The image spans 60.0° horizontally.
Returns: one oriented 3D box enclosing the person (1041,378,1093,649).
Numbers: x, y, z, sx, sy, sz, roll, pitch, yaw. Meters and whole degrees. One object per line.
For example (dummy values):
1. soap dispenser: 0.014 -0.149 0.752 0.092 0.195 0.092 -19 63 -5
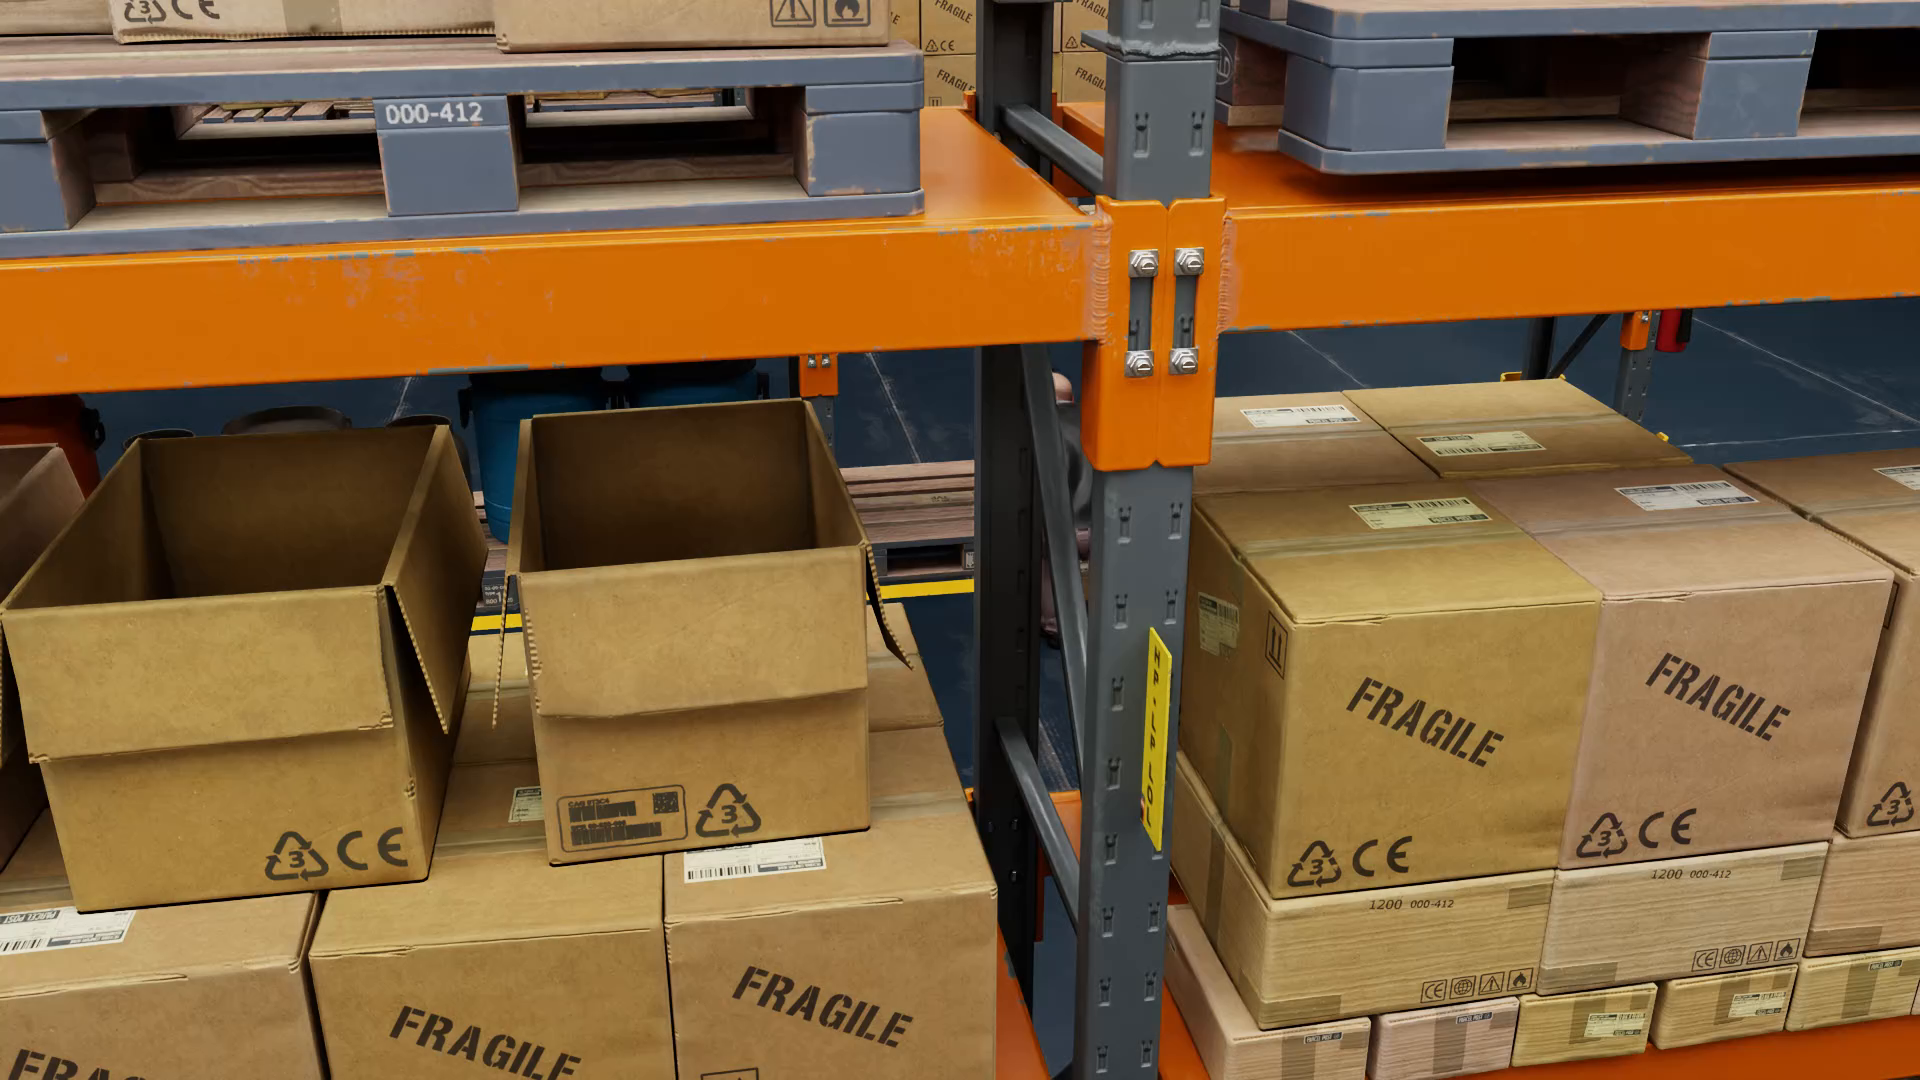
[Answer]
1. person: 0.496 -0.167 7.310 0.474 1.100 0.961 -5 24 -12
